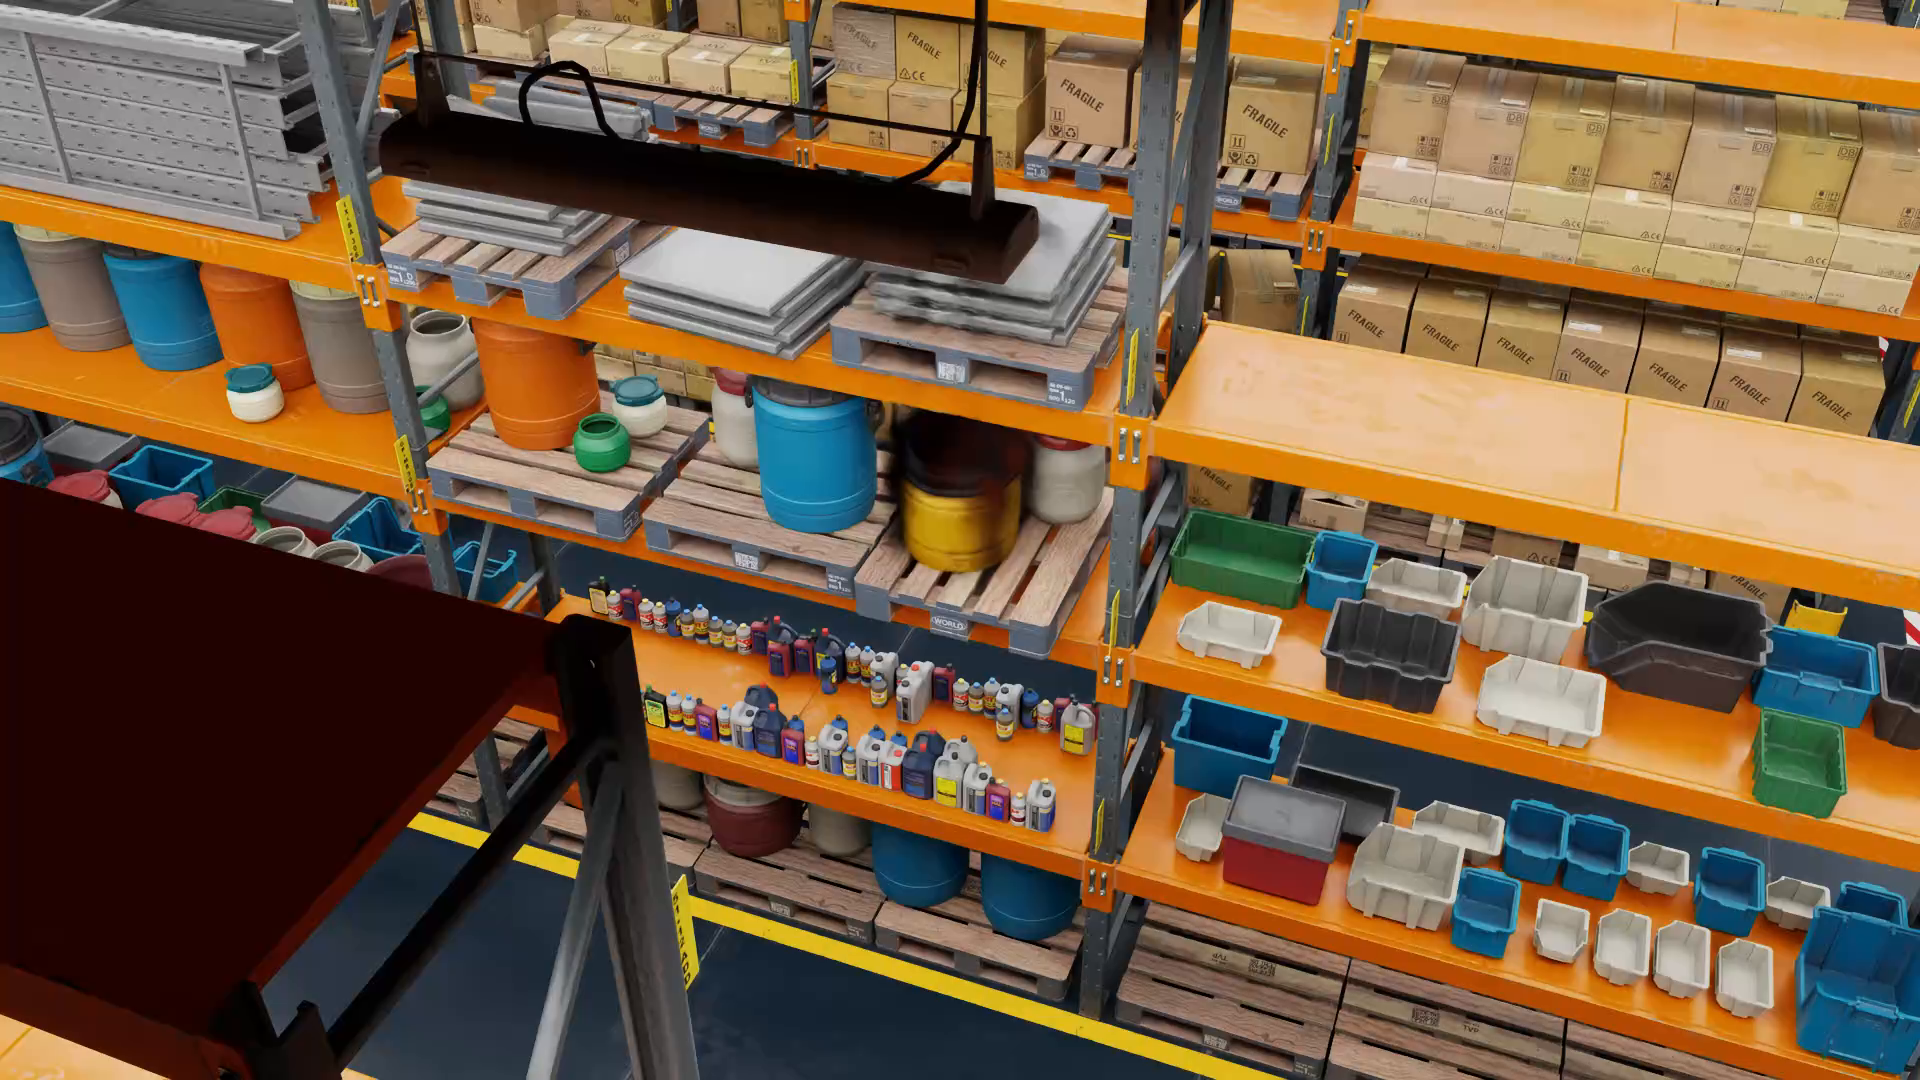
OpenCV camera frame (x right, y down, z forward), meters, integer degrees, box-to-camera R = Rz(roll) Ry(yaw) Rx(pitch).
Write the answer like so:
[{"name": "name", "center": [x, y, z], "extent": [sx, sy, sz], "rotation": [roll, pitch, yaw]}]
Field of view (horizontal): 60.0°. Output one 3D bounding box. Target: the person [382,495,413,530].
[{"name": "person", "center": [-4.488, -0.903, 13.159], "extent": [0.631, 1.776, 0.706], "rotation": [-12, 38, -16]}]

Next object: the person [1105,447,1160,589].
[{"name": "person", "center": [1.242, -0.335, 12.368], "extent": [0.849, 1.780, 0.653], "rotation": [14, 39, 18]}]
